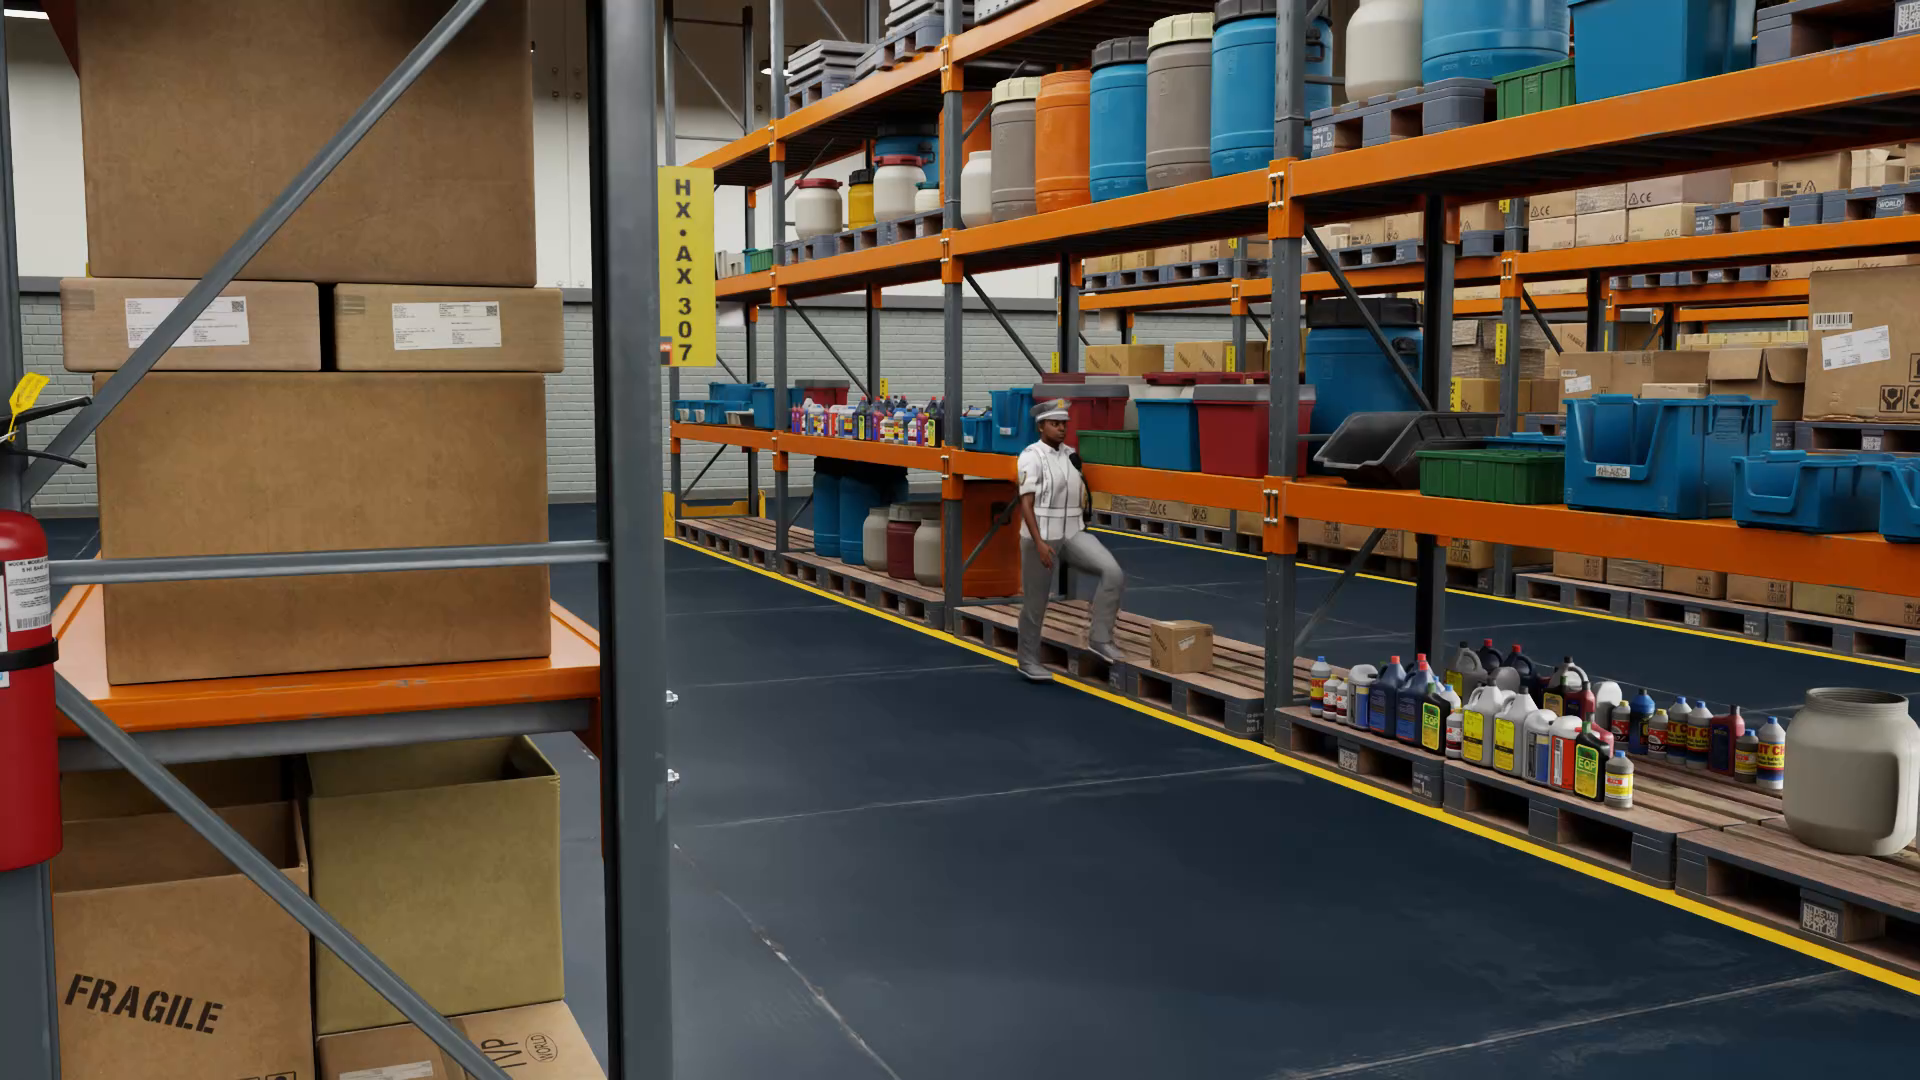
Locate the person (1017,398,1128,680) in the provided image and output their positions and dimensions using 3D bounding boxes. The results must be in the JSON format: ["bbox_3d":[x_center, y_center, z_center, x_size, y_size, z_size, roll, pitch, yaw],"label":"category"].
[{"bbox_3d":[0.595,0.011,9.626,0.488,1.660,0.780,-3,6,-29],"label":"person"}]
